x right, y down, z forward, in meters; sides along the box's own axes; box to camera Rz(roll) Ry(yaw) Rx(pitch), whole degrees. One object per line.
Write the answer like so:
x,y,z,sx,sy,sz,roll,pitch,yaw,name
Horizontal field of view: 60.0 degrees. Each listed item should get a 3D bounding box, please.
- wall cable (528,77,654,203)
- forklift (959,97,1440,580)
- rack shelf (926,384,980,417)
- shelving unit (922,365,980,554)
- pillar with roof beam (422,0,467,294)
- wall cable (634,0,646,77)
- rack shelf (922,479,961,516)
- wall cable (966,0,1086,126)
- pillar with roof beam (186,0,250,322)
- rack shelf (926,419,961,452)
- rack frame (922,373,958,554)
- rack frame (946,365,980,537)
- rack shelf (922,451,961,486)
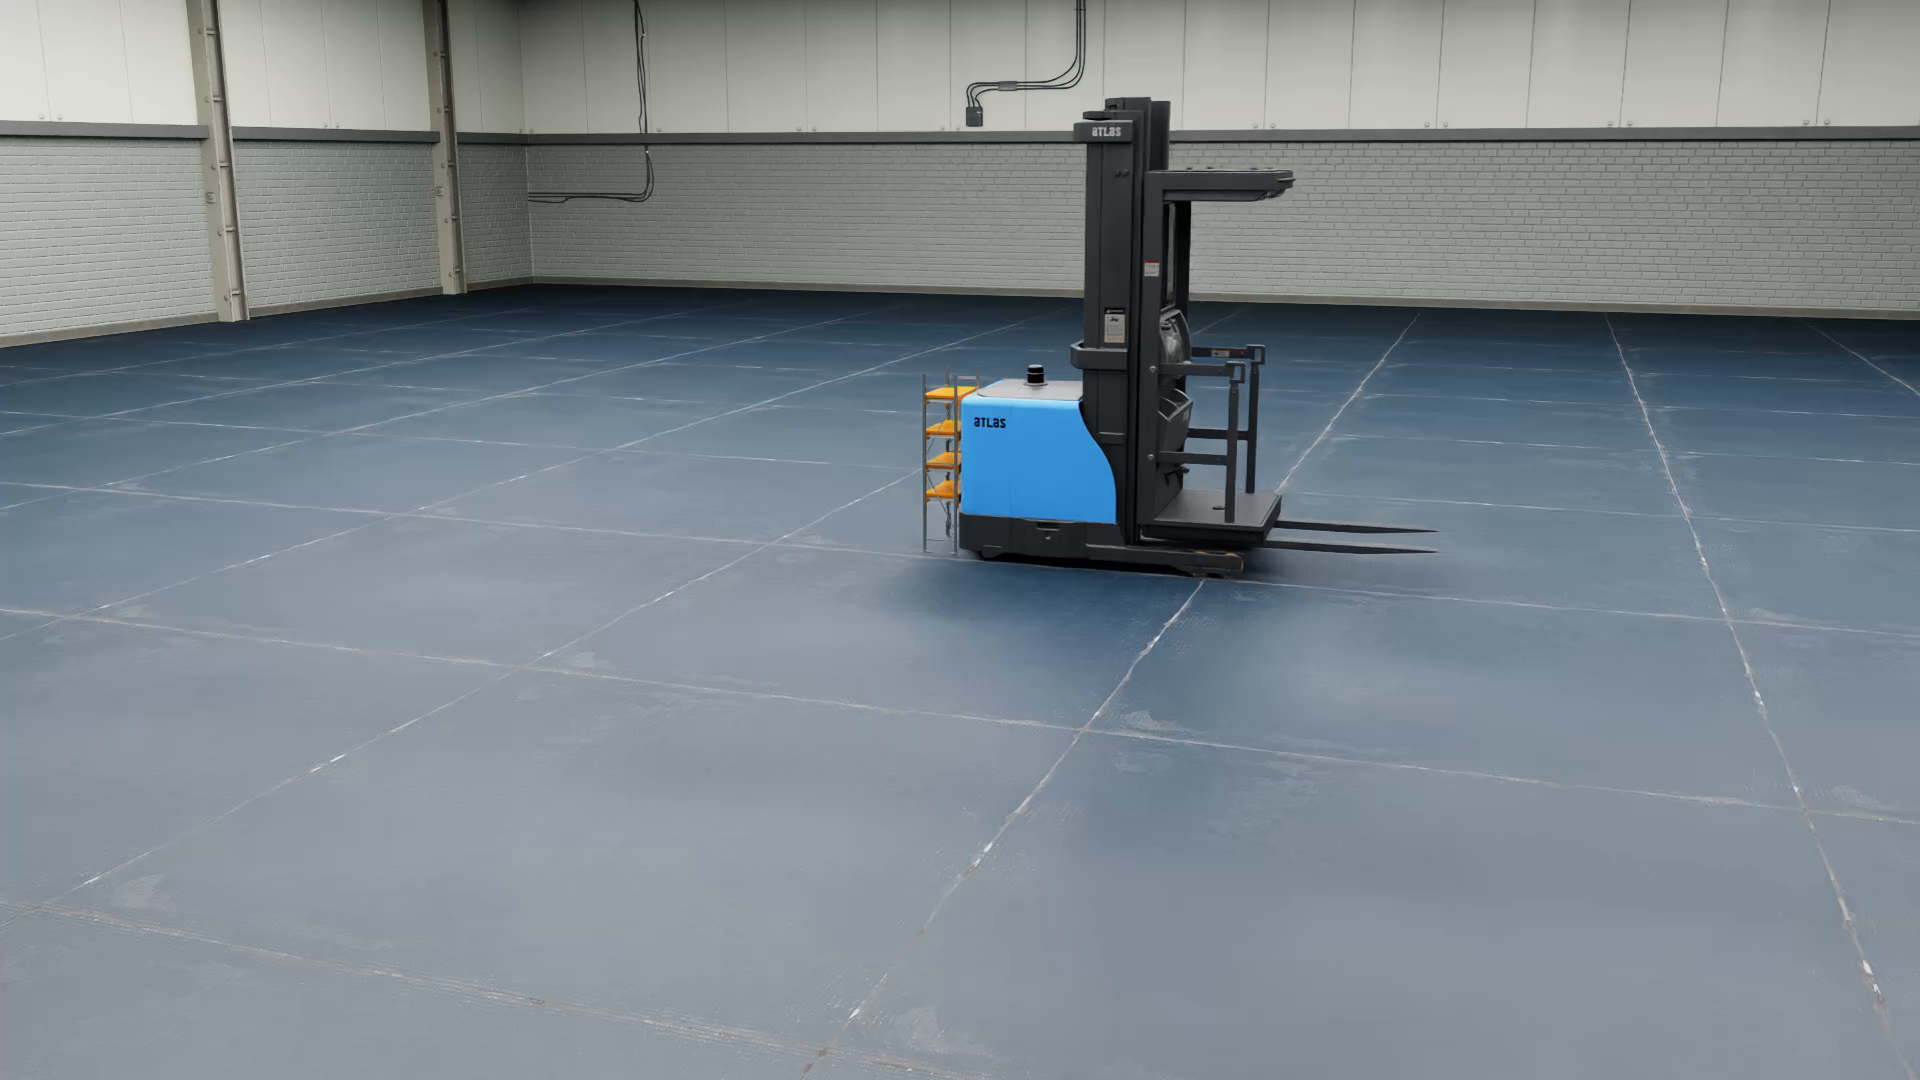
-7.764,-8.262,34.443,3.097,2.526,0.112,4,14,18,wall cable
1.569,-1.311,10.646,3.031,2.935,1.130,4,13,17,forklift
-0.057,-0.933,11.114,0.258,0.148,0.480,4,13,17,rack shelf
-0.057,-0.550,11.202,0.258,1.200,0.503,4,13,17,shelving unit
-5.895,-8.941,30.439,9.100,9.000,0.400,4,14,18,pillar with roof beam
-5.204,-10.530,33.028,3.097,2.526,0.112,4,14,18,wall cable
-0.058,-0.291,11.261,0.258,0.148,0.480,4,13,17,rack shelf
1.214,-10.747,30.710,2.305,6.003,0.169,4,14,18,wall cable
-7.836,-7.678,24.904,9.100,9.000,0.400,4,14,18,pillar with roof beam
-0.057,-0.703,11.167,0.258,0.148,0.480,4,13,17,rack shelf
-0.132,-0.498,10.975,0.240,1.200,0.015,4,13,17,rack frame
0.017,-0.602,11.428,0.240,1.200,0.015,4,13,17,rack frame
-0.057,-0.485,11.217,0.258,0.148,0.480,4,13,17,rack shelf
